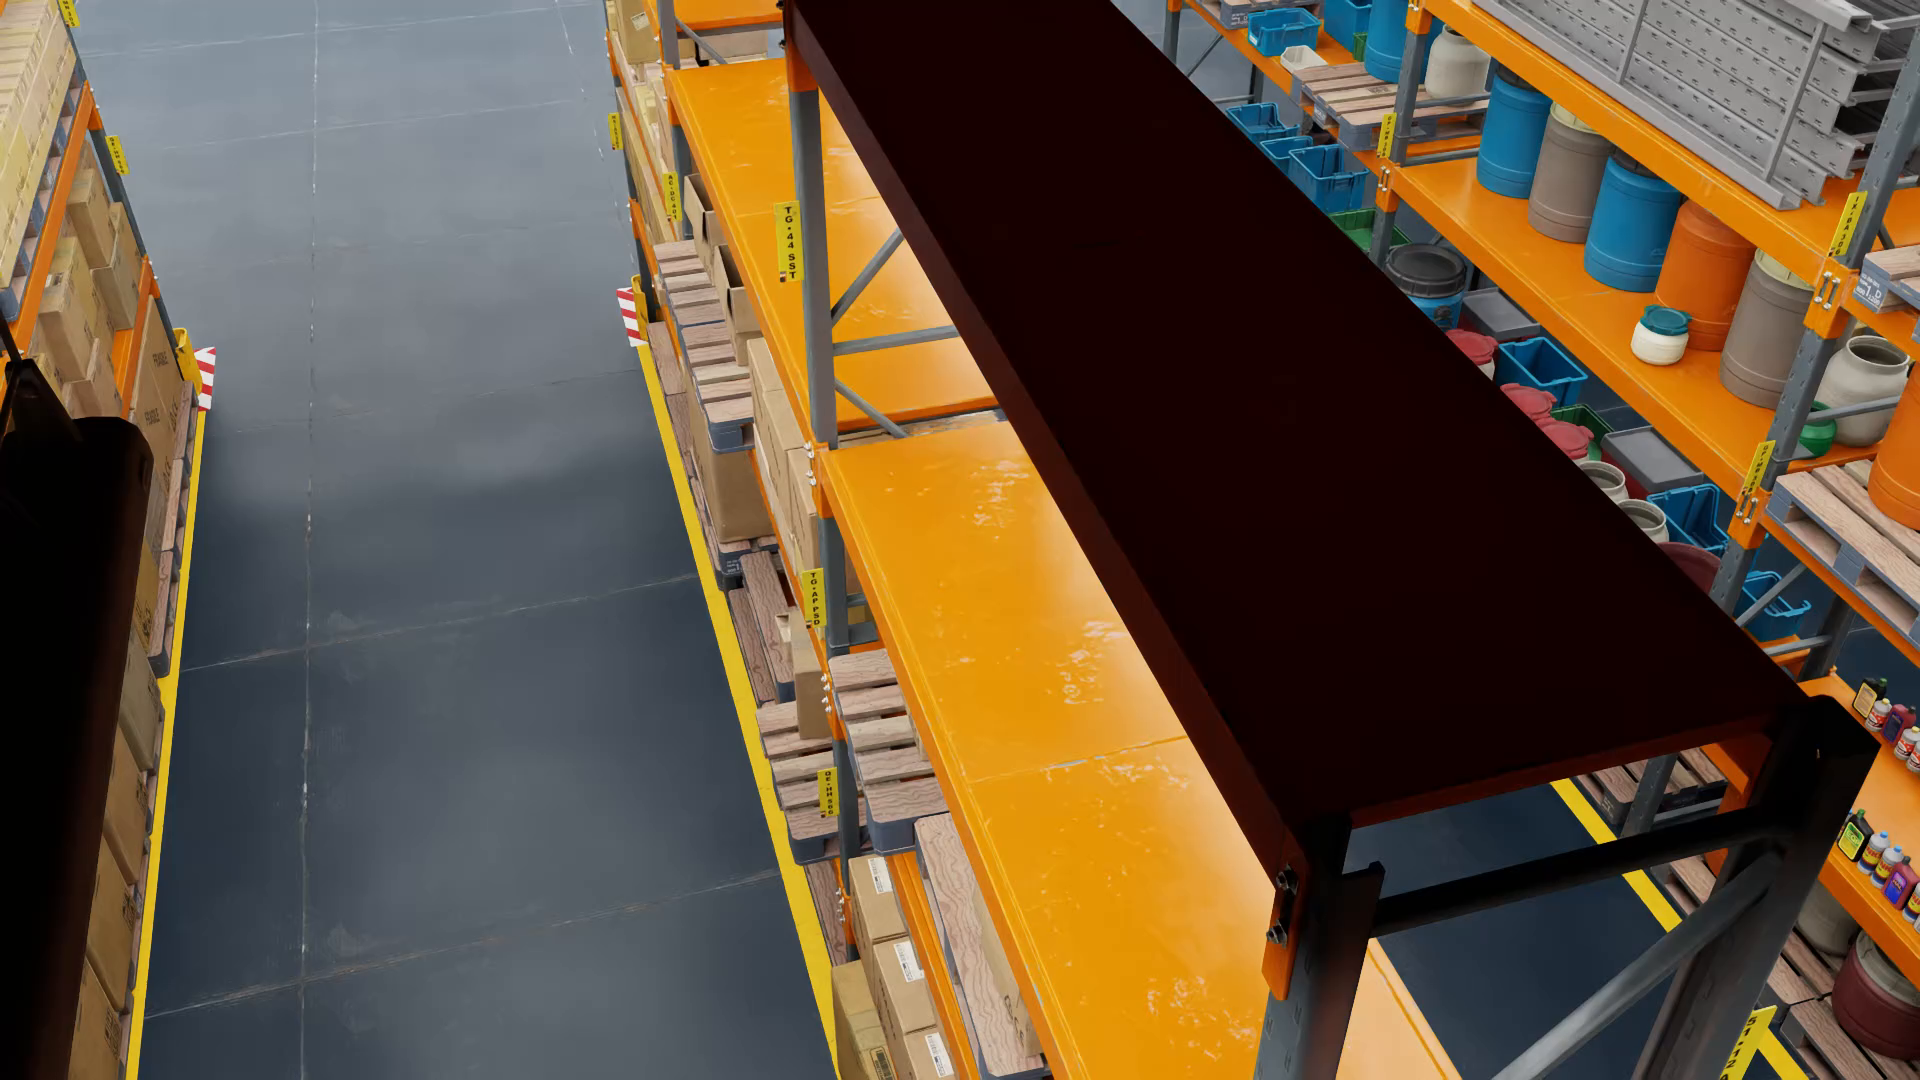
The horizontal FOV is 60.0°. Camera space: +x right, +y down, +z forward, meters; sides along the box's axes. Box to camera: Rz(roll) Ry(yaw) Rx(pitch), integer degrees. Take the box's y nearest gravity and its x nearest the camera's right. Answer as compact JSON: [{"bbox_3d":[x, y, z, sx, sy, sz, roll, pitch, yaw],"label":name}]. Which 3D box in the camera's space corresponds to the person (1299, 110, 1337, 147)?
[{"bbox_3d":[3.625,-4.095,16.609,0.551,1.709,0.614,-21,43,-24],"label":"person"}]
